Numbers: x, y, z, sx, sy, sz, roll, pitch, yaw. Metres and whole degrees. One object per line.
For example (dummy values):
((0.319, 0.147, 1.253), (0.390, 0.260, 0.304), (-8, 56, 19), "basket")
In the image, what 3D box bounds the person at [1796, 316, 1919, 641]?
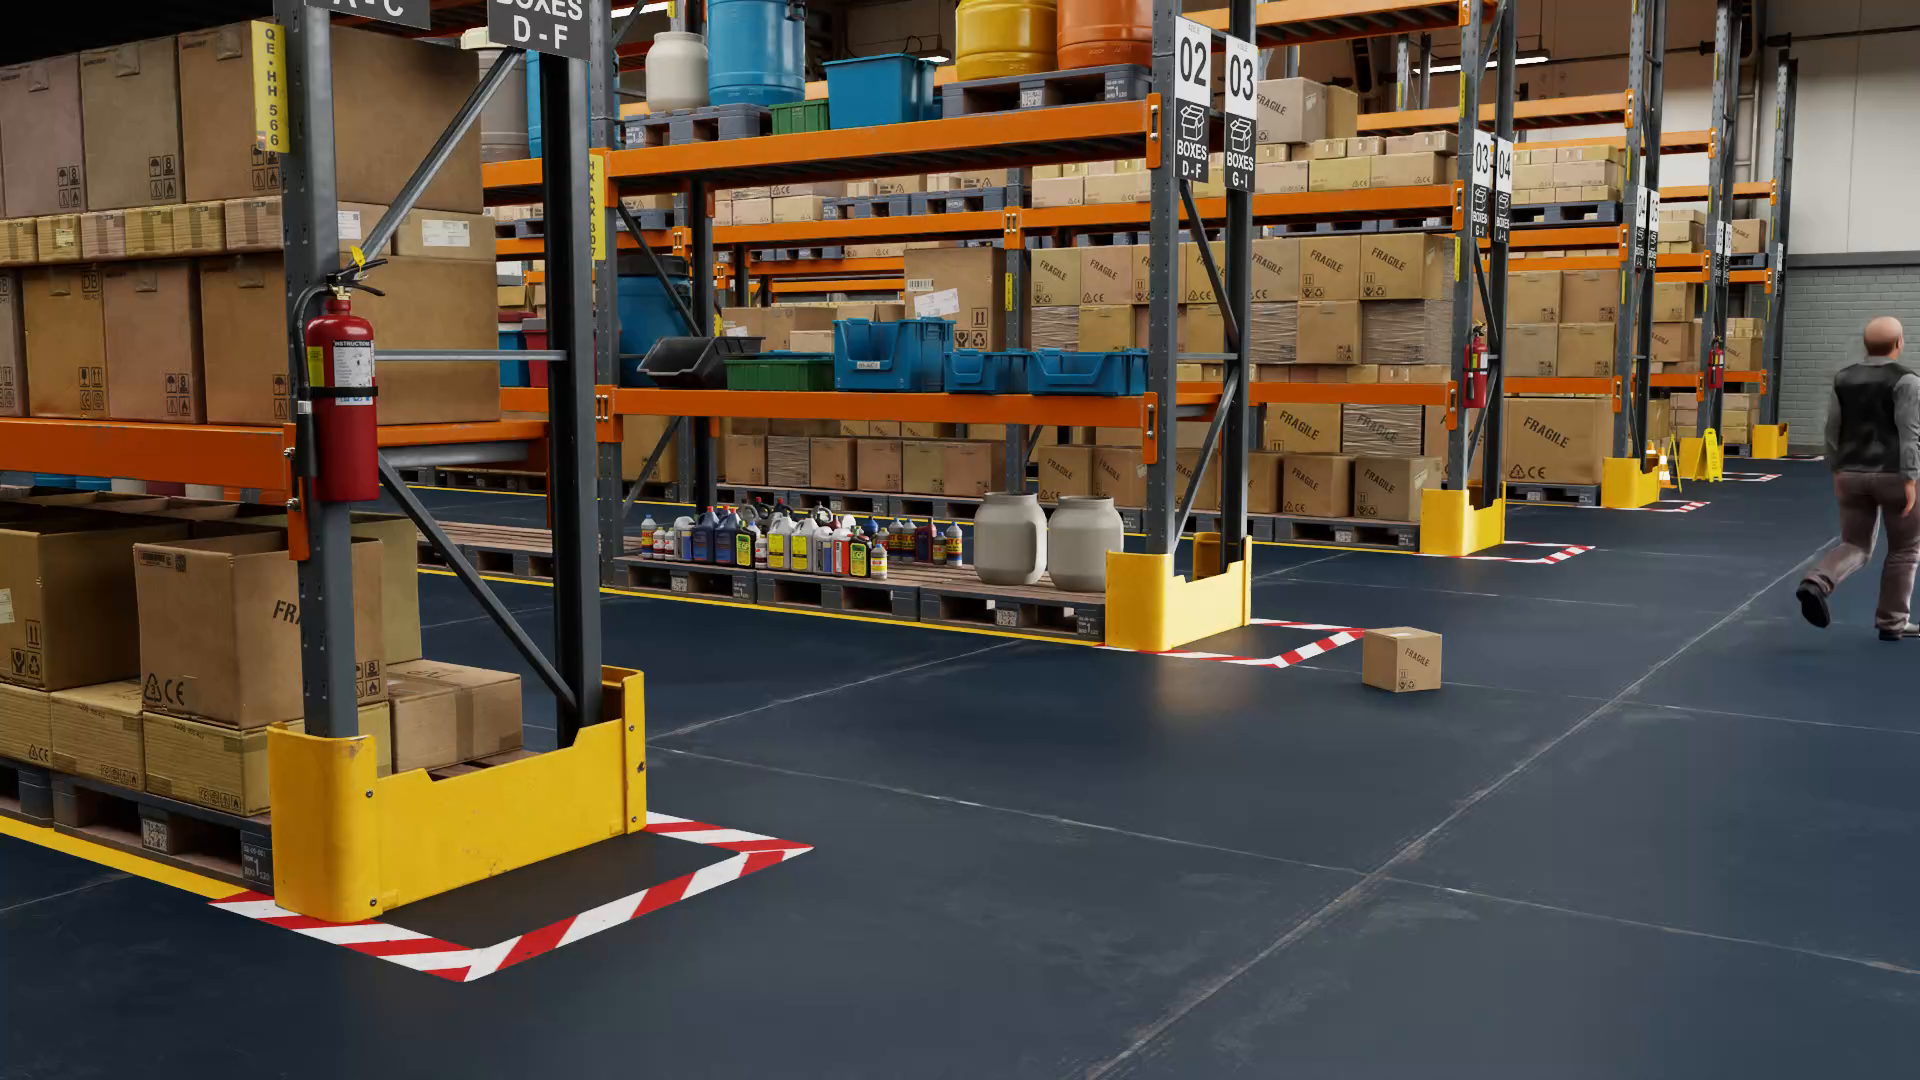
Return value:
((4.775, -0.313, 8.697), (0.751, 1.697, 0.543), (-3, 7, -27), "person")
